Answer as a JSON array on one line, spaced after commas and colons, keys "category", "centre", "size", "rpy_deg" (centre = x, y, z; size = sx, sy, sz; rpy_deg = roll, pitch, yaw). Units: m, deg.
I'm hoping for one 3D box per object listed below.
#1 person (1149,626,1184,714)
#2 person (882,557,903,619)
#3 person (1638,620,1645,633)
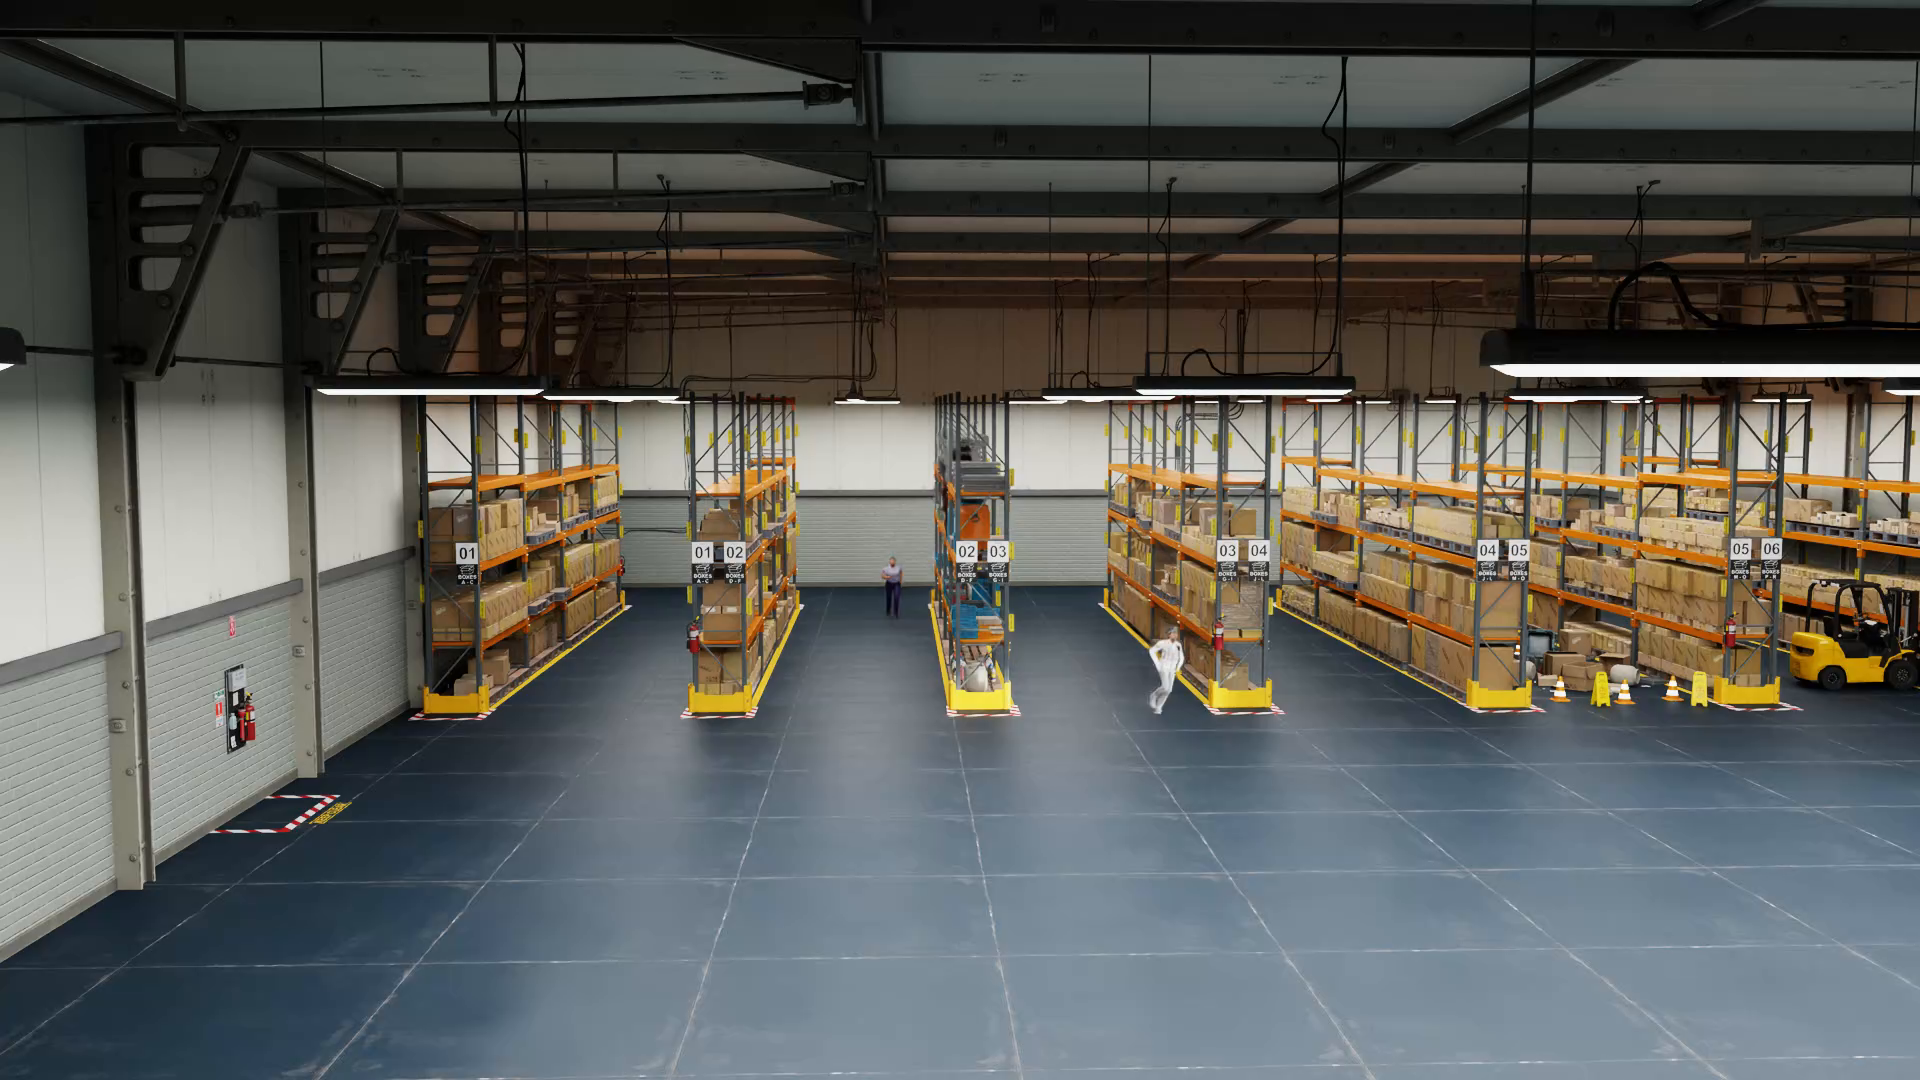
[{"category": "person", "centre": [3.909, 2.427, 31.113], "size": [0.646, 1.640, 0.498], "rpy_deg": [-2, 5, -22]}, {"category": "person", "centre": [-1.829, 1.274, 45.013], "size": [0.599, 1.652, 0.933], "rpy_deg": [-1, 5, -9]}, {"category": "person", "centre": [16.375, 1.689, 39.864], "size": [0.582, 1.675, 0.981], "rpy_deg": [-1, 5, -9]}]
